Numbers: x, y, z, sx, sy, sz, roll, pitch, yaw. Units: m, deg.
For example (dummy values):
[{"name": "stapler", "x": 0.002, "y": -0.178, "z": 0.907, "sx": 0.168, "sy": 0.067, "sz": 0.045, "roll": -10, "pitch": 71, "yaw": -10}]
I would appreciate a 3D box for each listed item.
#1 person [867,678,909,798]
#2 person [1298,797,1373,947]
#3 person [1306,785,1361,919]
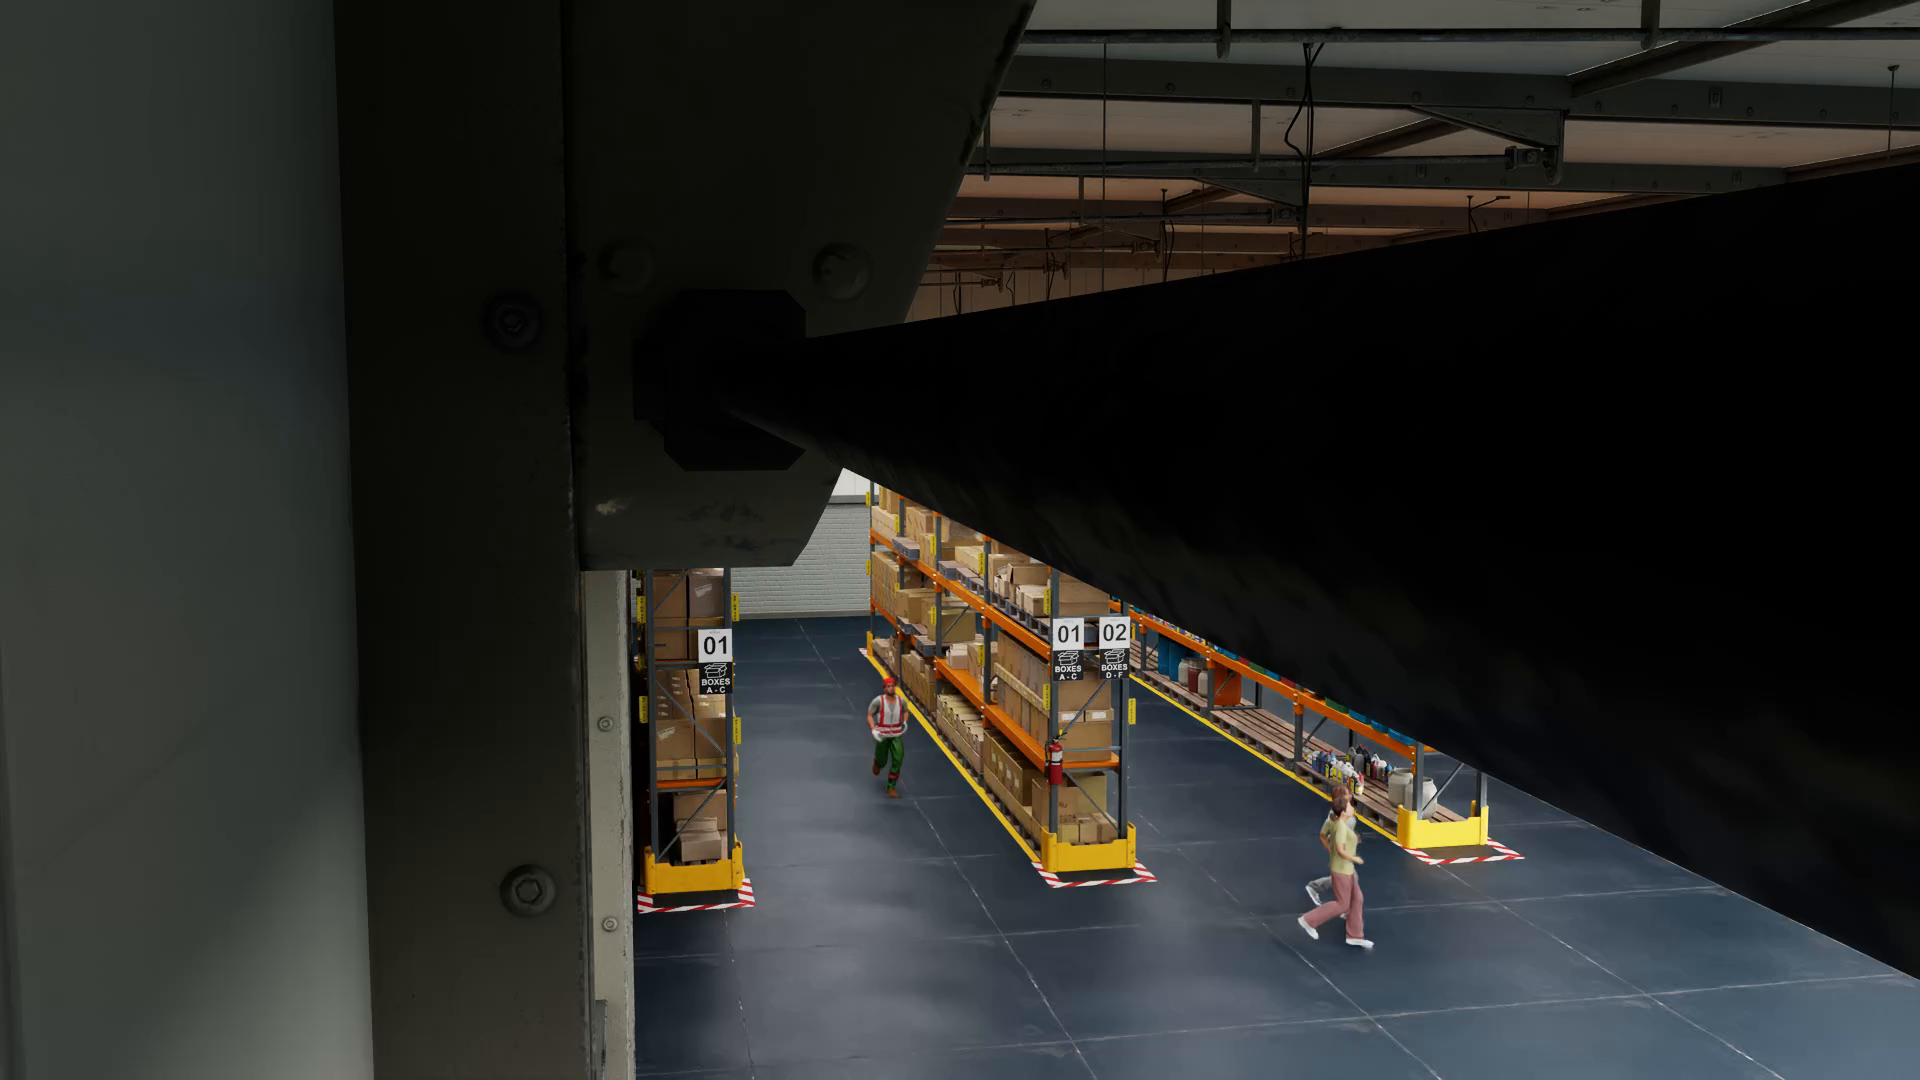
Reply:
[{"name": "person", "x": -1.056, "y": 2.902, "z": 24.751, "sx": 0.656, "sy": 1.736, "sz": 0.819, "roll": -1, "pitch": 6, "yaw": -13}, {"name": "person", "x": 4.114, "y": 3.624, "z": 18.148, "sx": 0.833, "sy": 1.663, "sz": 0.584, "roll": 0, "pitch": 6, "yaw": 4}, {"name": "person", "x": 4.296, "y": 3.573, "z": 19.069, "sx": 0.642, "sy": 1.585, "sz": 0.534, "roll": 2, "pitch": 6, "yaw": 23}]
